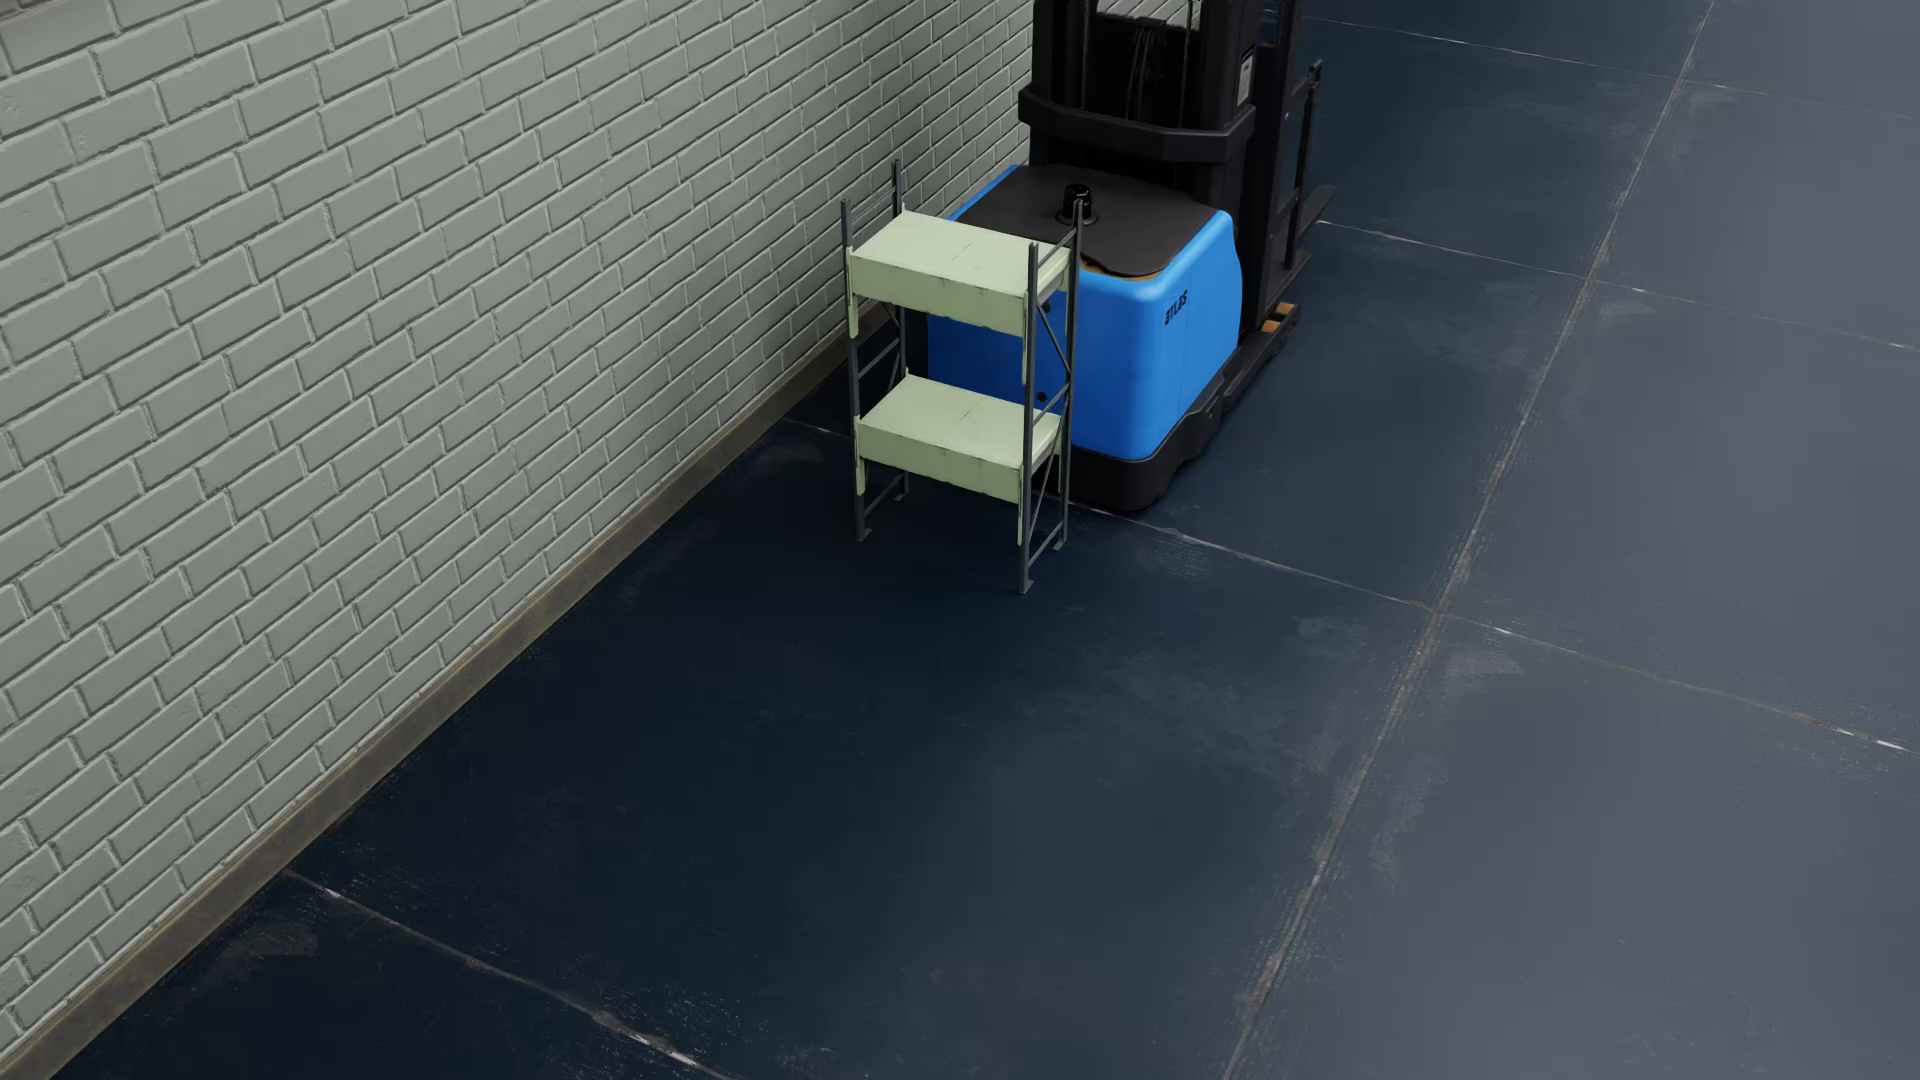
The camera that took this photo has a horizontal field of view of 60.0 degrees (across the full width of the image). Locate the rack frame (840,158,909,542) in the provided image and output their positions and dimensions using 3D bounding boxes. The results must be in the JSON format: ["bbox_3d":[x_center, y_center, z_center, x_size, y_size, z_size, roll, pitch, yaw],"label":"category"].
[{"bbox_3d":[-0.319,-0.697,6.428,0.023,1.500,0.400,17,41,21],"label":"rack frame"}]

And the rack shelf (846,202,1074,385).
[{"bbox_3d":[0.006,-0.906,6.058,0.720,0.370,0.431,17,41,21],"label":"rack shelf"}]

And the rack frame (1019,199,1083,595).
[{"bbox_3d":[0.331,-0.494,6.160,0.023,1.500,0.400,17,41,21],"label":"rack frame"}]

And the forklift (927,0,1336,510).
[{"bbox_3d":[0.992,-2.164,7.176,1.130,2.935,3.031,18,41,22],"label":"forklift"}]

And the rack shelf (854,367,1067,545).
[{"bbox_3d":[0.006,-0.336,6.491,0.720,0.370,0.431,17,41,21],"label":"rack shelf"}]

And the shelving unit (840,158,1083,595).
[{"bbox_3d":[0.006,-0.596,6.294,0.755,1.500,0.431,17,41,21],"label":"shelving unit"}]
